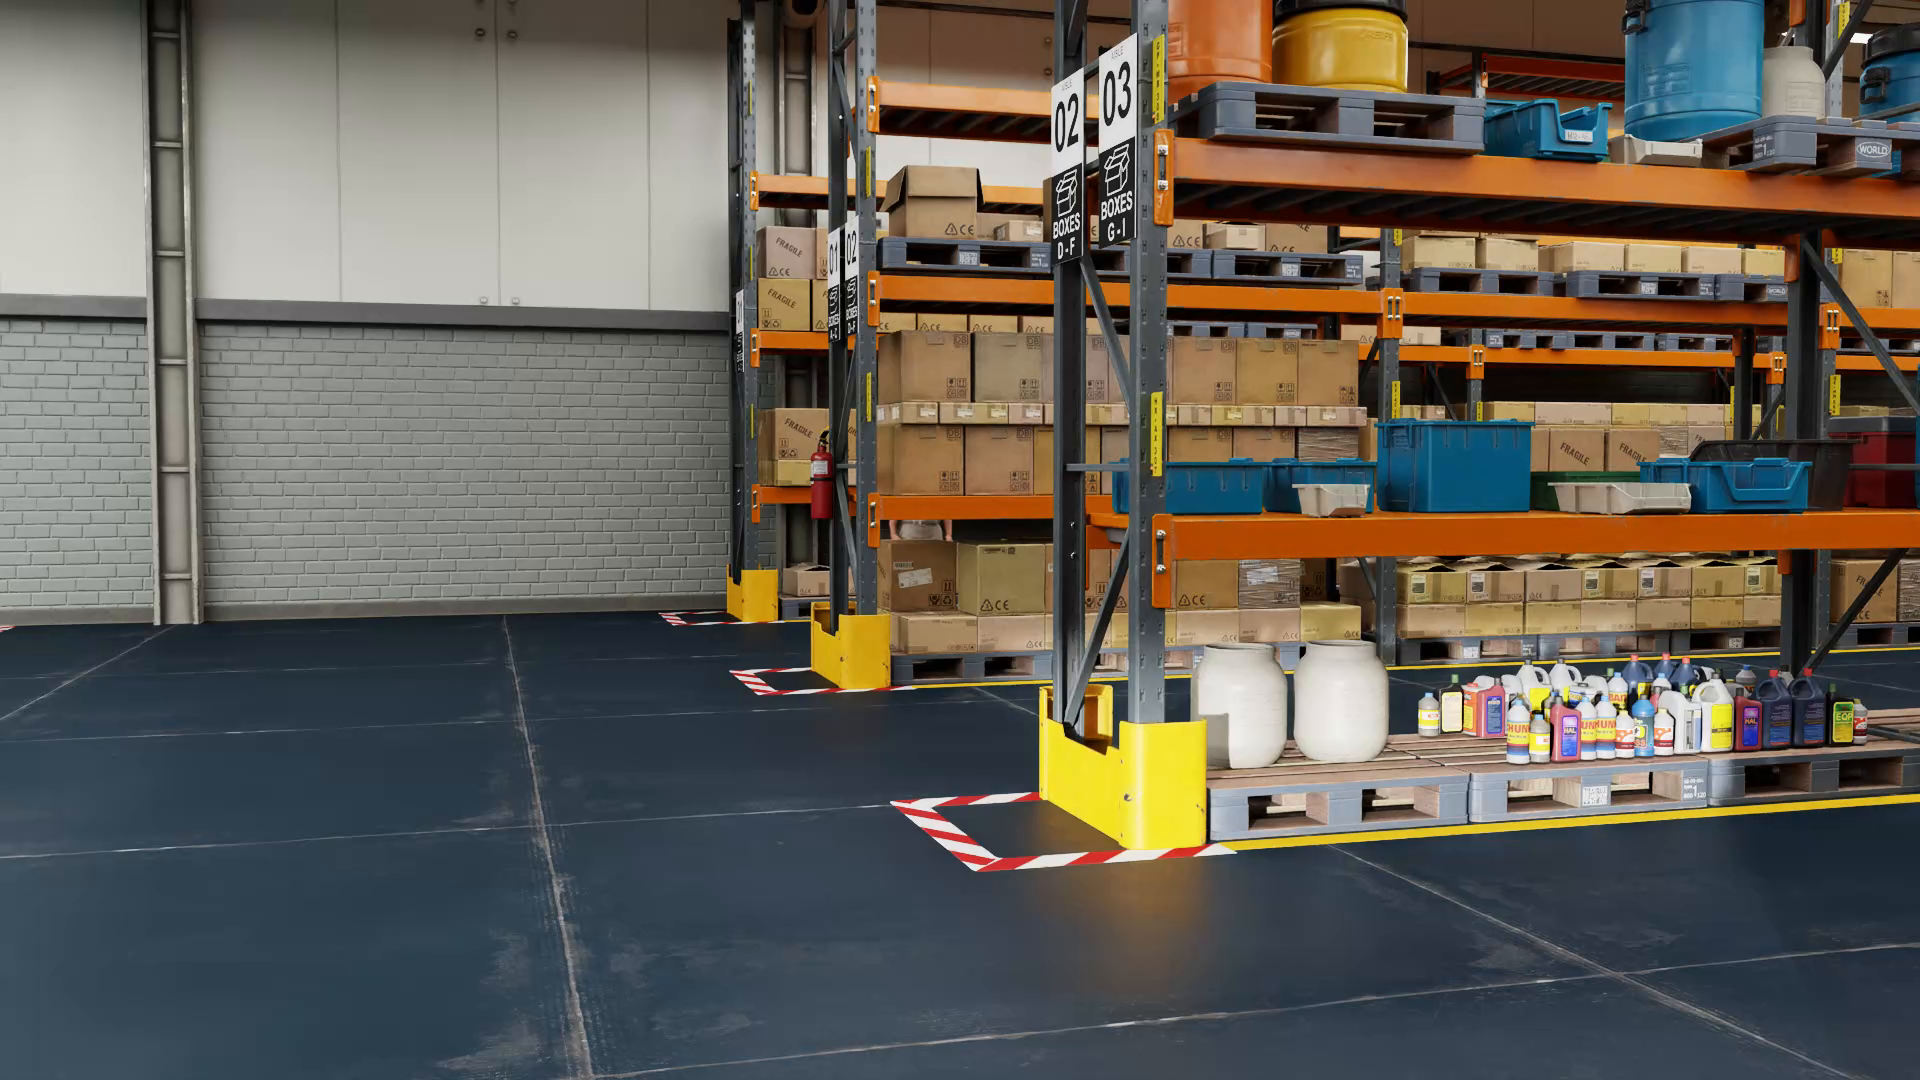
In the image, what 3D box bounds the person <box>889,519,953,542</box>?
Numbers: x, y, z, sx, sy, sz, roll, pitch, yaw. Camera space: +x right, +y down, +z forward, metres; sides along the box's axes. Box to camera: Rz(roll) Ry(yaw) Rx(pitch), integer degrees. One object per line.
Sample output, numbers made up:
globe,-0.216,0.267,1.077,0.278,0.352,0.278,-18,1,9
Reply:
person,-0.351,-0.024,14.950,0.594,1.726,0.386,-1,3,-18
